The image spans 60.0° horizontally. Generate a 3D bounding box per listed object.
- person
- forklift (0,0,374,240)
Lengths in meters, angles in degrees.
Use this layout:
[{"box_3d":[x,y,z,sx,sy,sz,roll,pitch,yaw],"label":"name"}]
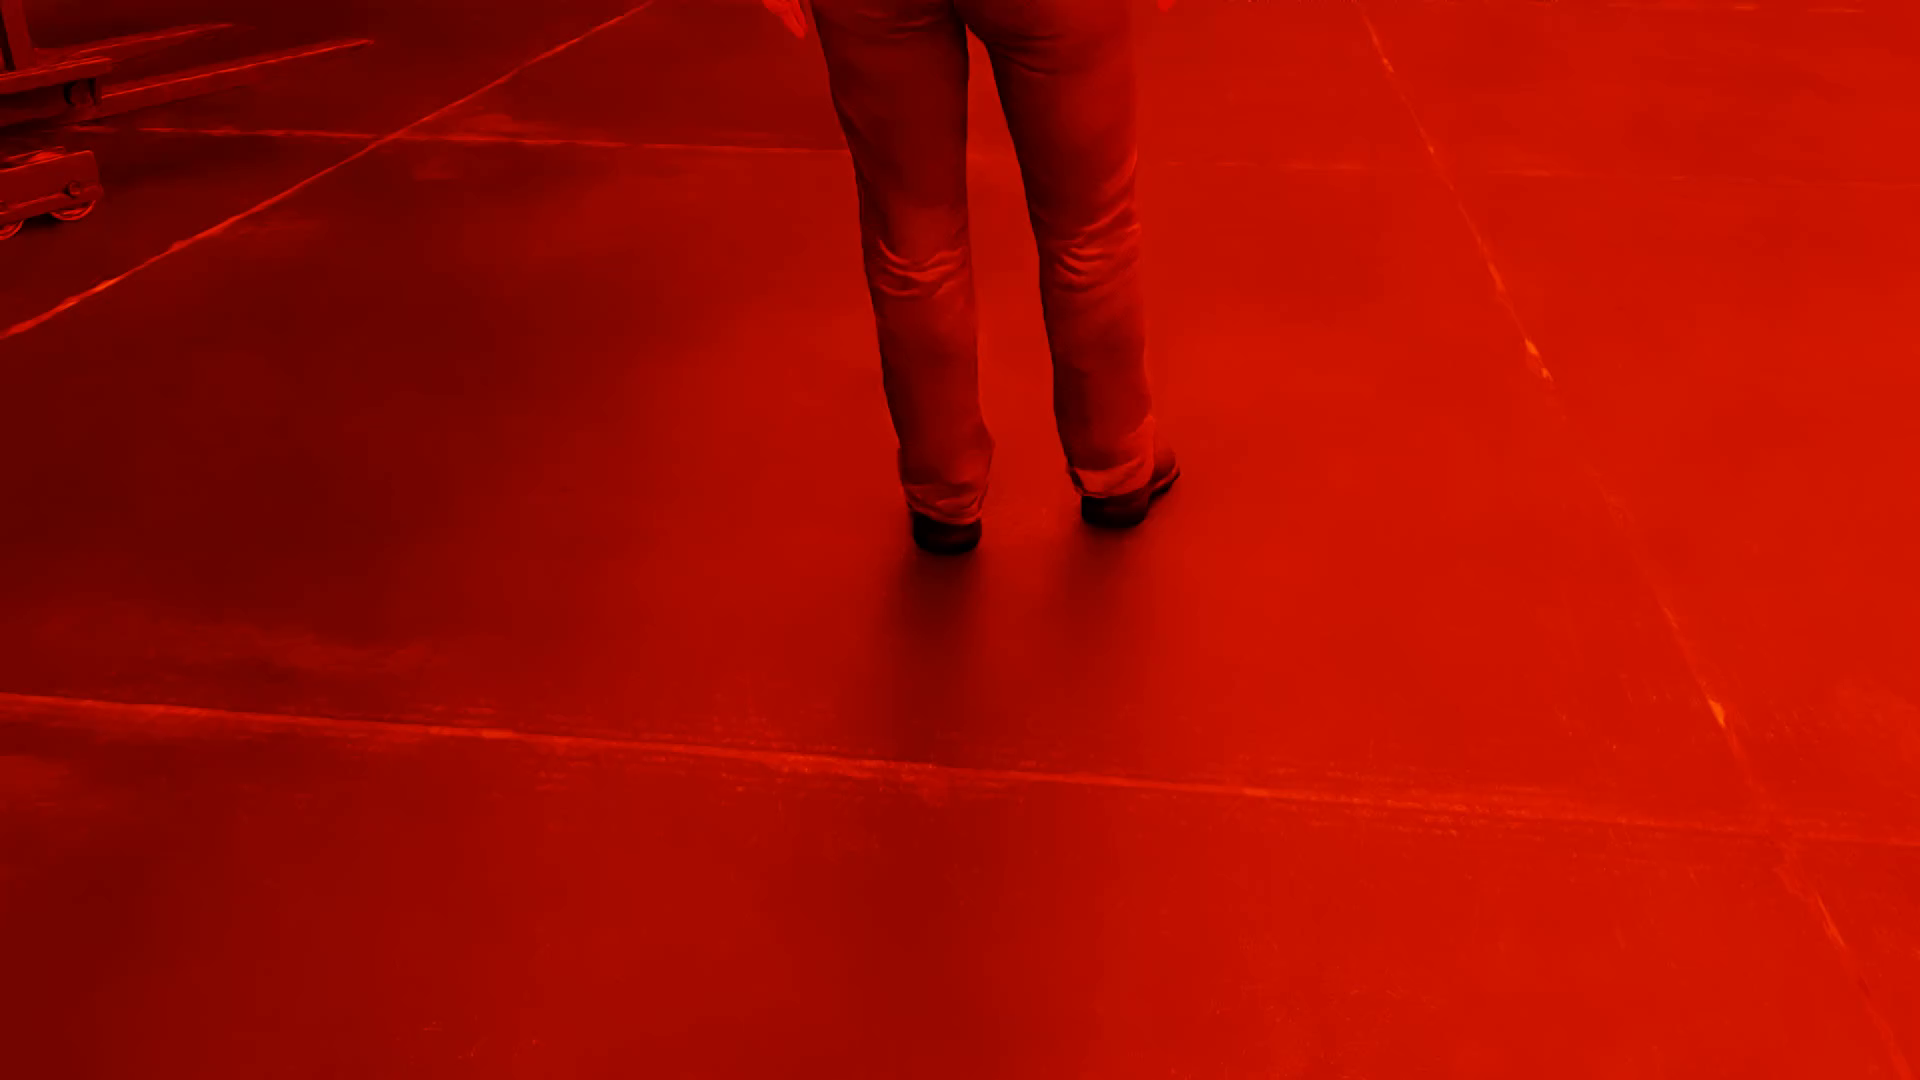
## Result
[{"box_3d":[0.020,-0.771,2.183,0.624,1.649,0.567,3,27,7],"label":"person"},{"box_3d":[-2.768,-2.095,3.417,1.130,2.935,3.031,13,29,24],"label":"forklift"}]
